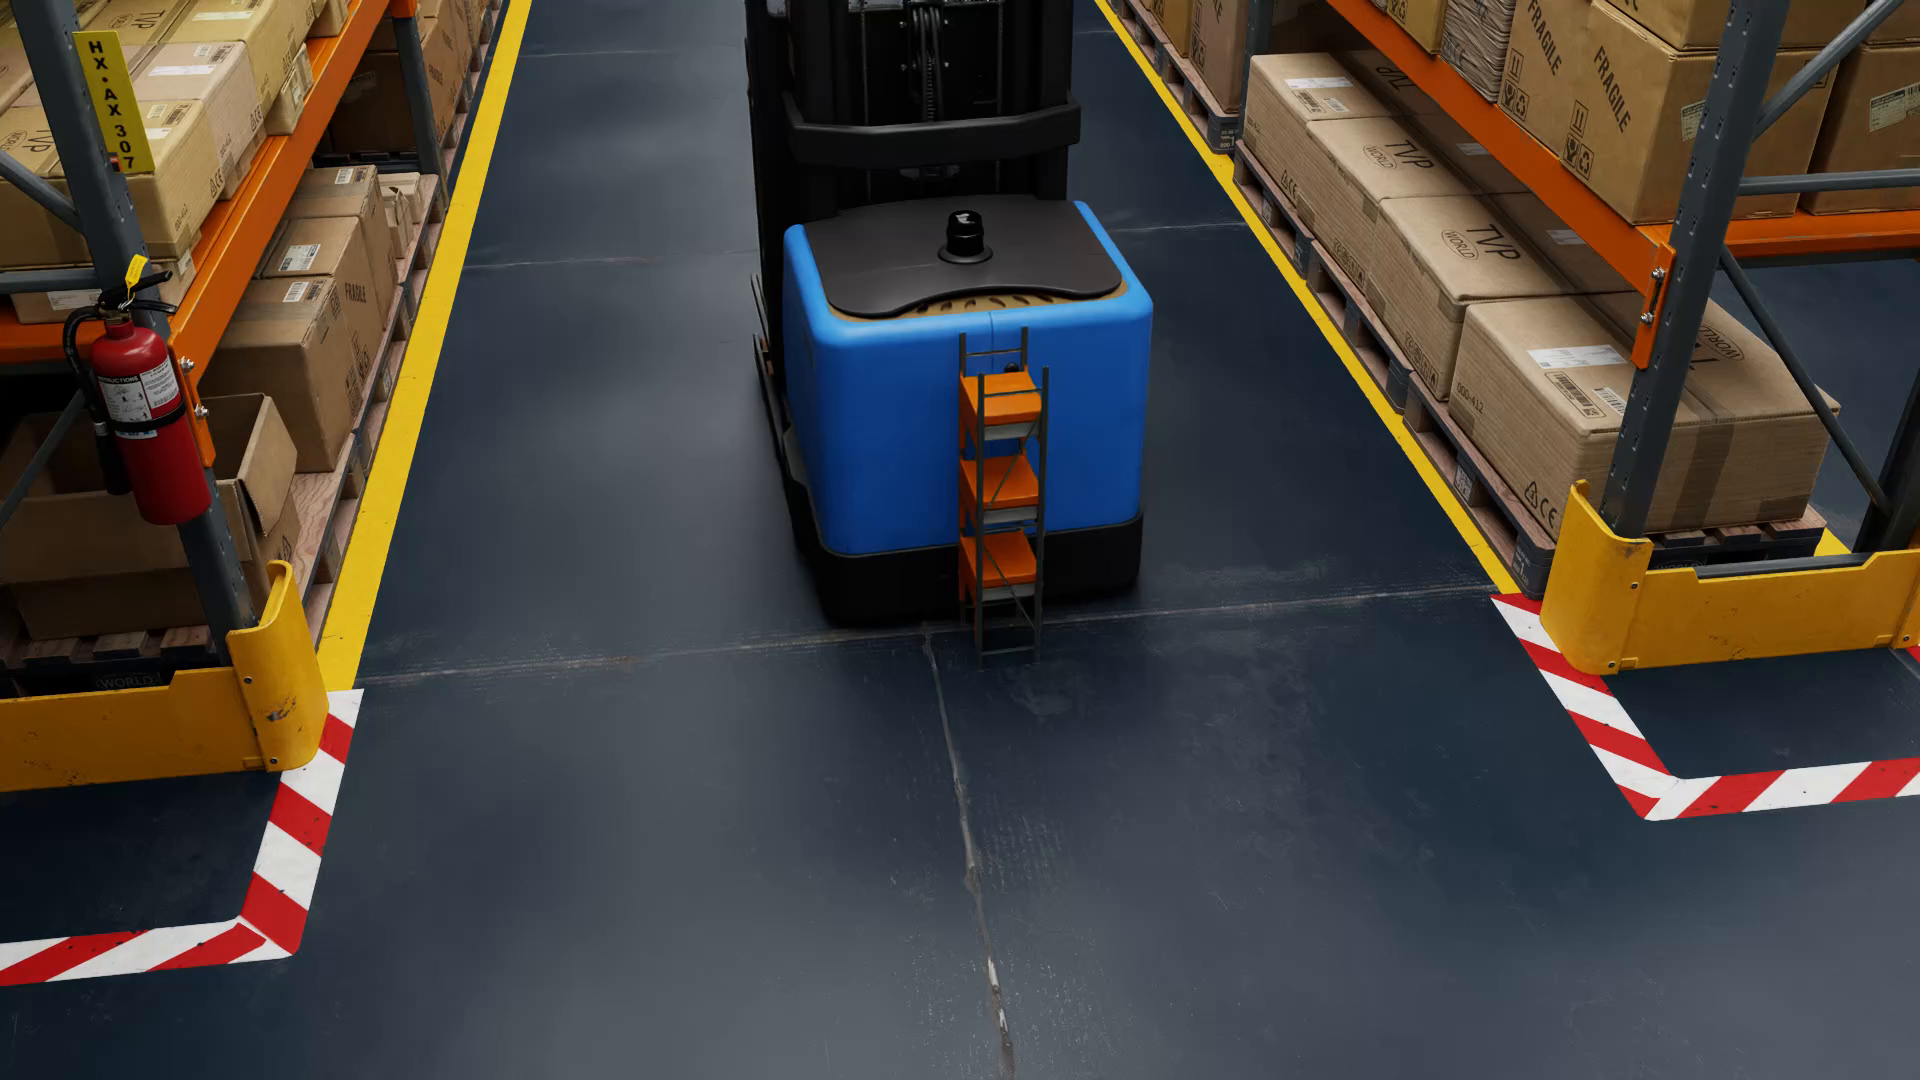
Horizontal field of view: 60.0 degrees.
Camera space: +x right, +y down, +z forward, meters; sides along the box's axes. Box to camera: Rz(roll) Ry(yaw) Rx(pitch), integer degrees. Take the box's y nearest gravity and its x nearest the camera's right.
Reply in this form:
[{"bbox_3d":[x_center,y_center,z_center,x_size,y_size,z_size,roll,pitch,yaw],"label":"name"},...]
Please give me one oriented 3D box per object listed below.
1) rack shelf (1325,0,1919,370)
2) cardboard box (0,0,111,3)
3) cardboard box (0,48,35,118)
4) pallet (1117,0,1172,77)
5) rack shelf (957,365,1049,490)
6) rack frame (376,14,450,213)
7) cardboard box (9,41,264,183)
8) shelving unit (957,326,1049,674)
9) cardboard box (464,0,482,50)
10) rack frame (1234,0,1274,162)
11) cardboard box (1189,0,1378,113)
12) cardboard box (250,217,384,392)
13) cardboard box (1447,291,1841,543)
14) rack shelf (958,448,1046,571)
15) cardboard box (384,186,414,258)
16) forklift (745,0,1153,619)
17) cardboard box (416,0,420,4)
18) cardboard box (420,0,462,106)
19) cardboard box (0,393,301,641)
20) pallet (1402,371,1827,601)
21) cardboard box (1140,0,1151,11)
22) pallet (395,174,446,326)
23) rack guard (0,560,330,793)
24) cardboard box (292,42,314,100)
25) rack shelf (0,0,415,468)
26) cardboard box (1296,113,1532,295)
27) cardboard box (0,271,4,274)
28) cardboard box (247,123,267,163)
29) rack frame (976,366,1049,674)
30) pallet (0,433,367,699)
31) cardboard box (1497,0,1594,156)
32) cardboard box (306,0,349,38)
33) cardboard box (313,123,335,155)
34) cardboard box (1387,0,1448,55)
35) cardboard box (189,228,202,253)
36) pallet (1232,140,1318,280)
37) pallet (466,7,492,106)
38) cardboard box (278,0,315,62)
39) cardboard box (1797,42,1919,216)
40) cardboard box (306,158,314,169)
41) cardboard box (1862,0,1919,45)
[{"bbox_3d":[2.192,-1.788,6.350,1.077,0.370,4.000,-4,35,-6],"label":"rack shelf"},{"bbox_3d":[-2.982,-1.746,5.517,0.500,0.250,0.500,-4,35,-6],"label":"cardboard box"},{"bbox_3d":[-2.850,-1.177,4.683,0.500,0.250,0.500,-4,35,-6],"label":"cardboard box"},{"bbox_3d":[1.577,-3.157,10.195,1.003,0.211,1.213,-4,35,-6],"label":"pallet"},{"bbox_3d":[0.122,-0.327,4.812,0.215,0.259,0.240,-7,35,-10],"label":"rack shelf"},{"bbox_3d":[-2.995,-2.824,7.230,1.000,3.000,0.127,-4,35,-6],"label":"rack frame"},{"bbox_3d":[-2.319,-1.208,4.727,0.500,0.250,0.500,-4,34,-6],"label":"cardboard box"},{"bbox_3d":[0.122,-0.101,4.966,0.215,1.050,0.252,-7,35,-10],"label":"shelving unit"},{"bbox_3d":[-3.045,-3.116,9.506,0.500,0.500,0.500,-6,35,-8],"label":"cardboard box"},{"bbox_3d":[1.923,-3.202,7.785,1.000,3.000,0.127,-4,35,-6],"label":"rack frame"},{"bbox_3d":[1.760,-2.837,8.764,0.875,0.875,0.875,-3,34,-5],"label":"cardboard box"},{"bbox_3d":[-2.494,-0.863,6.200,0.500,0.500,0.500,-4,34,-5],"label":"cardboard box"},{"bbox_3d":[2.273,-0.445,5.642,0.875,0.438,0.875,-5,35,-8],"label":"cardboard box"},{"bbox_3d":[0.122,-0.092,4.972,0.215,0.259,0.240,-7,35,-10],"label":"rack shelf"},{"bbox_3d":[-2.581,-1.380,7.166,0.396,0.266,0.258,-3,34,-5],"label":"cardboard box"},{"bbox_3d":[-0.213,-1.785,5.767,1.130,2.935,3.031,-7,35,-10],"label":"forklift"},{"bbox_3d":[-2.939,-2.744,8.383,0.380,0.149,0.250,-6,35,-9],"label":"cardboard box"},{"bbox_3d":[-2.918,-2.548,8.672,0.500,0.500,0.500,-5,35,-7],"label":"cardboard box"},{"bbox_3d":[-2.445,-0.082,5.051,0.797,0.503,0.637,-6,35,-8],"label":"cardboard box"},{"bbox_3d":[2.276,-0.258,5.941,1.003,0.211,1.213,-4,35,-6],"label":"pallet"},{"bbox_3d":[1.511,-3.840,10.234,0.875,0.875,0.875,-4,34,-6],"label":"cardboard box"},{"bbox_3d":[-2.904,-1.288,7.453,1.003,0.211,1.213,-4,35,-6],"label":"pallet"},{"bbox_3d":[-2.467,0.399,4.721,1.175,0.500,0.348,-4,35,-6],"label":"rack guard"},{"bbox_3d":[-2.409,-1.560,5.599,0.380,0.149,0.250,-4,34,-5],"label":"cardboard box"},{"bbox_3d":[-2.726,-1.410,5.795,1.077,0.370,4.000,-4,35,-6],"label":"rack shelf"},{"bbox_3d":[2.022,-1.459,7.129,0.875,0.438,0.875,-5,35,-8],"label":"cardboard box"},{"bbox_3d":[-2.741,-0.799,4.482,0.380,0.149,0.250,-3,34,-5],"label":"cardboard box"},{"bbox_3d":[-2.394,-1.268,5.170,0.380,0.149,0.250,-4,34,-6],"label":"cardboard box"},{"bbox_3d":[0.147,-0.034,4.867,0.200,1.050,0.008,-7,35,-10],"label":"rack frame"},{"bbox_3d":[-2.575,0.074,5.455,1.003,0.211,1.213,-4,35,-6],"label":"pallet"},{"bbox_3d":[2.081,-1.541,5.259,0.500,0.500,0.500,-5,35,-7],"label":"cardboard box"},{"bbox_3d":[-2.516,-1.985,6.223,0.380,0.149,0.250,-5,35,-7],"label":"cardboard box"},{"bbox_3d":[-3.354,-2.216,8.185,0.500,0.500,0.500,-5,35,-7],"label":"cardboard box"},{"bbox_3d":[1.920,-2.115,6.101,0.500,0.500,0.500,-3,34,-5],"label":"cardboard box"},{"bbox_3d":[-2.309,-0.830,4.528,0.380,0.149,0.250,-4,34,-5],"label":"cardboard box"},{"bbox_3d":[1.948,-1.619,7.939,1.003,0.211,1.213,-4,35,-6],"label":"pallet"},{"bbox_3d":[-3.309,-2.805,9.678,1.003,0.211,1.213,-4,35,-6],"label":"pallet"},{"bbox_3d":[-2.480,-1.774,5.558,0.500,0.250,0.500,-5,35,-8],"label":"cardboard box"},{"bbox_3d":[2.681,-1.301,4.906,0.500,0.500,0.500,-5,35,-7],"label":"cardboard box"},{"bbox_3d":[-3.140,-1.500,7.302,0.500,0.311,0.500,-3,34,-5],"label":"cardboard box"},{"bbox_3d":[2.679,-1.714,4.624,0.500,0.500,0.500,-5,35,-7],"label":"cardboard box"}]
